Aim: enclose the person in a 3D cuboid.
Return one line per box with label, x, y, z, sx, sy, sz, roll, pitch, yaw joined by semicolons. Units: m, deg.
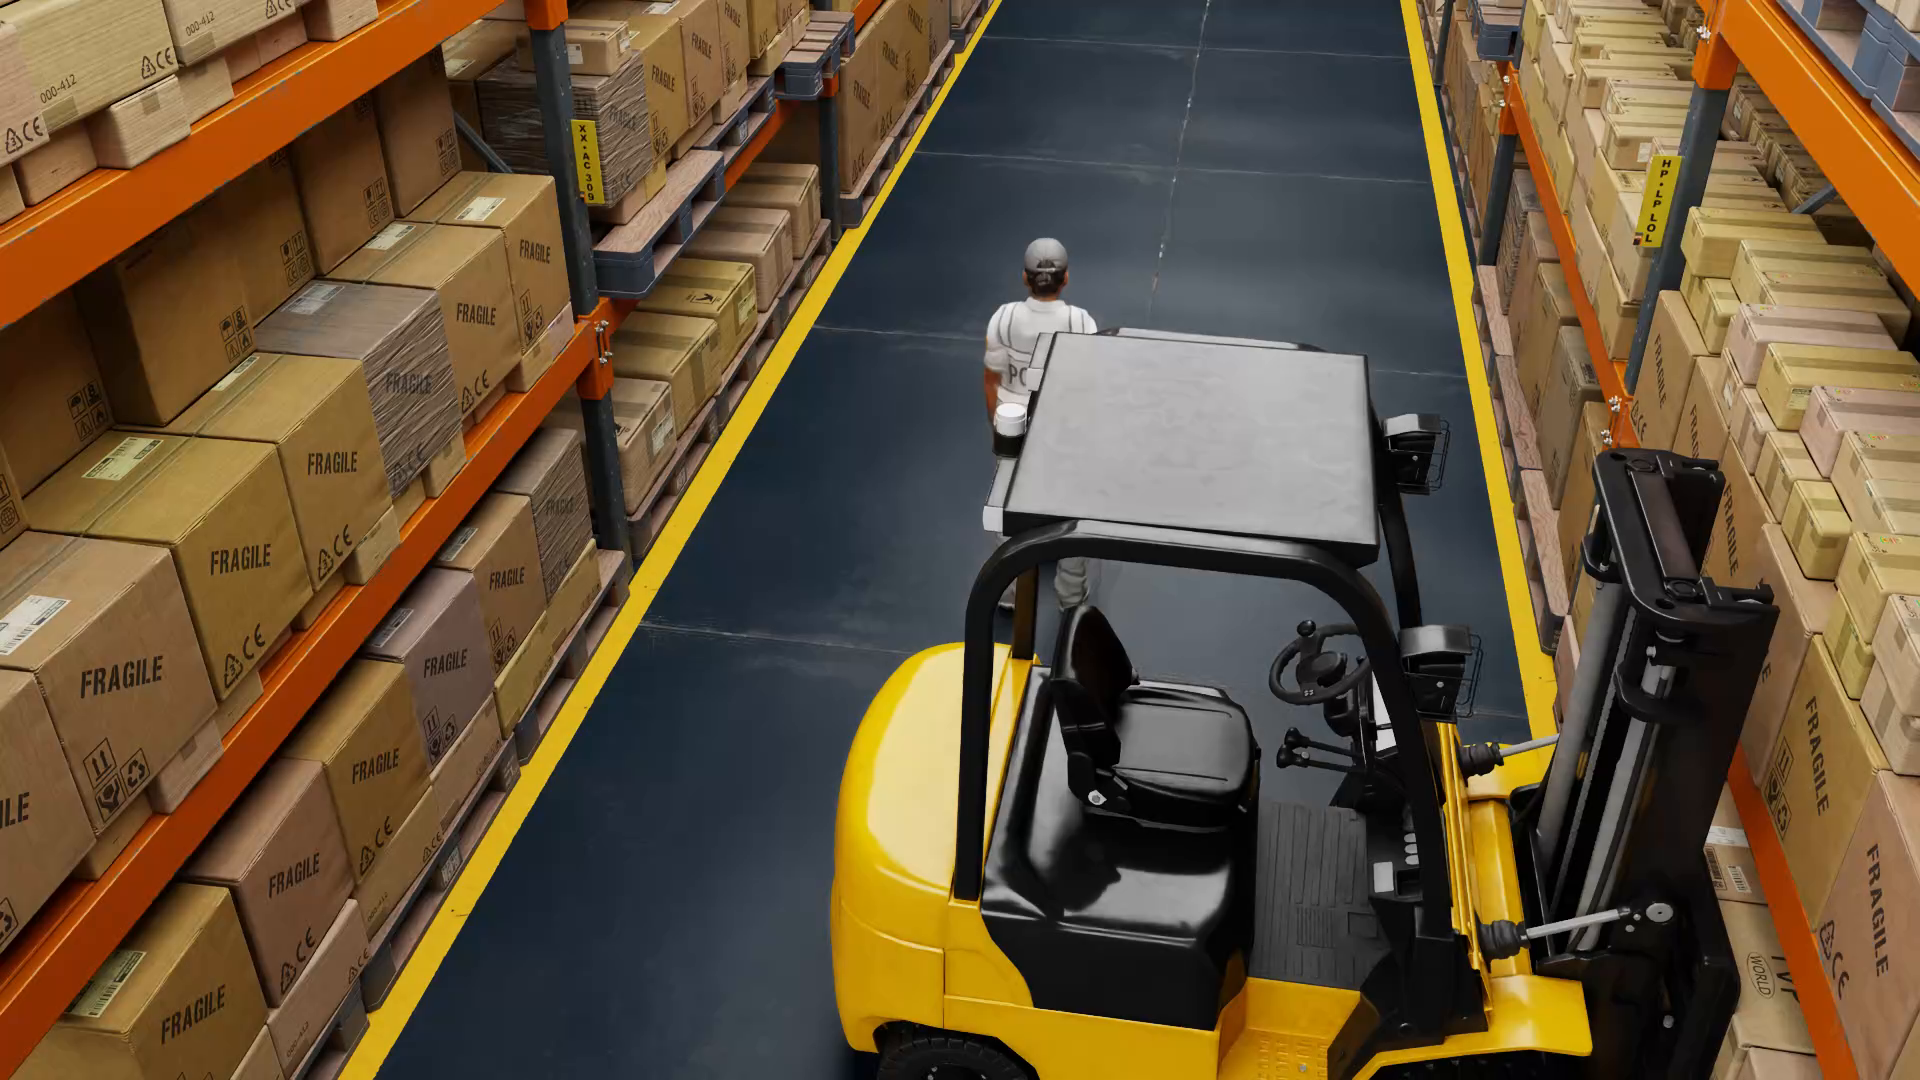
person;0.332;-0.476;6.831;0.475;1.577;0.394;6;33;9
